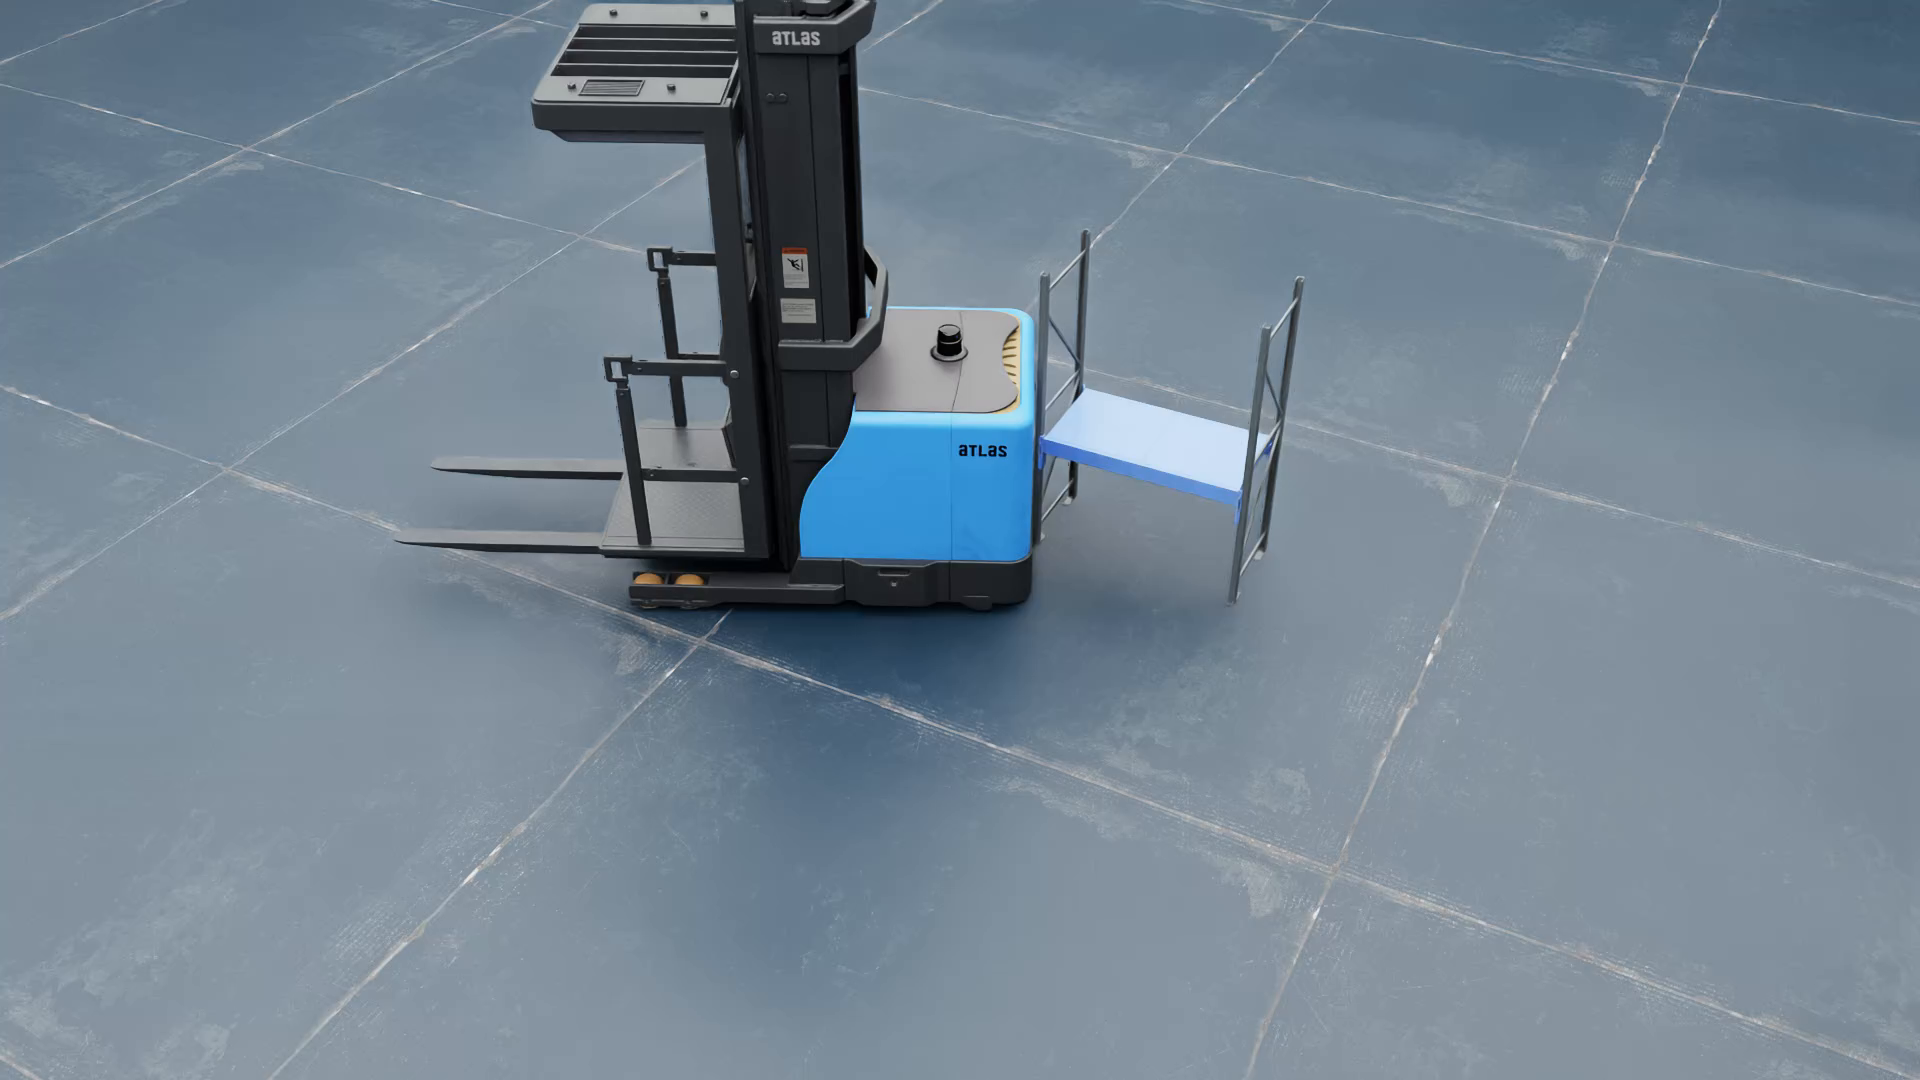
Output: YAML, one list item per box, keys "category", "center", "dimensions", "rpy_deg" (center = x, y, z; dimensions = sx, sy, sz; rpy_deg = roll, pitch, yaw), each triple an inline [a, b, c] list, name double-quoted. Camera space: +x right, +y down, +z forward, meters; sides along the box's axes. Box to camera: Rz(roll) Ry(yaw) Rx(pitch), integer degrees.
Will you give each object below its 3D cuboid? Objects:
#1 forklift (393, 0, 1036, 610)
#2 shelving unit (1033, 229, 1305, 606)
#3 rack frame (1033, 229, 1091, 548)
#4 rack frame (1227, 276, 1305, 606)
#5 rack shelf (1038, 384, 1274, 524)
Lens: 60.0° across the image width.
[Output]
- category: "forklift"
  center: [-1.165, -1.160, 7.353]
  dimensions: [3.031, 2.935, 1.130]
  rpy_deg: [1, 37, 2]
- category: "shelving unit"
  center: [0.931, -0.561, 7.748]
  dimensions: [1.048, 1.500, 0.538]
  rpy_deg: [17, 40, 21]
- category: "rack frame"
  center: [0.477, -0.698, 7.929]
  dimensions: [0.032, 1.500, 0.500]
  rpy_deg: [17, 40, 21]
- category: "rack frame"
  center: [1.386, -0.423, 7.567]
  dimensions: [0.032, 1.500, 0.500]
  rpy_deg: [17, 40, 21]
- category: "rack shelf"
  center: [0.931, -0.417, 7.857]
  dimensions: [1.000, 0.185, 0.538]
  rpy_deg: [17, 40, 21]
